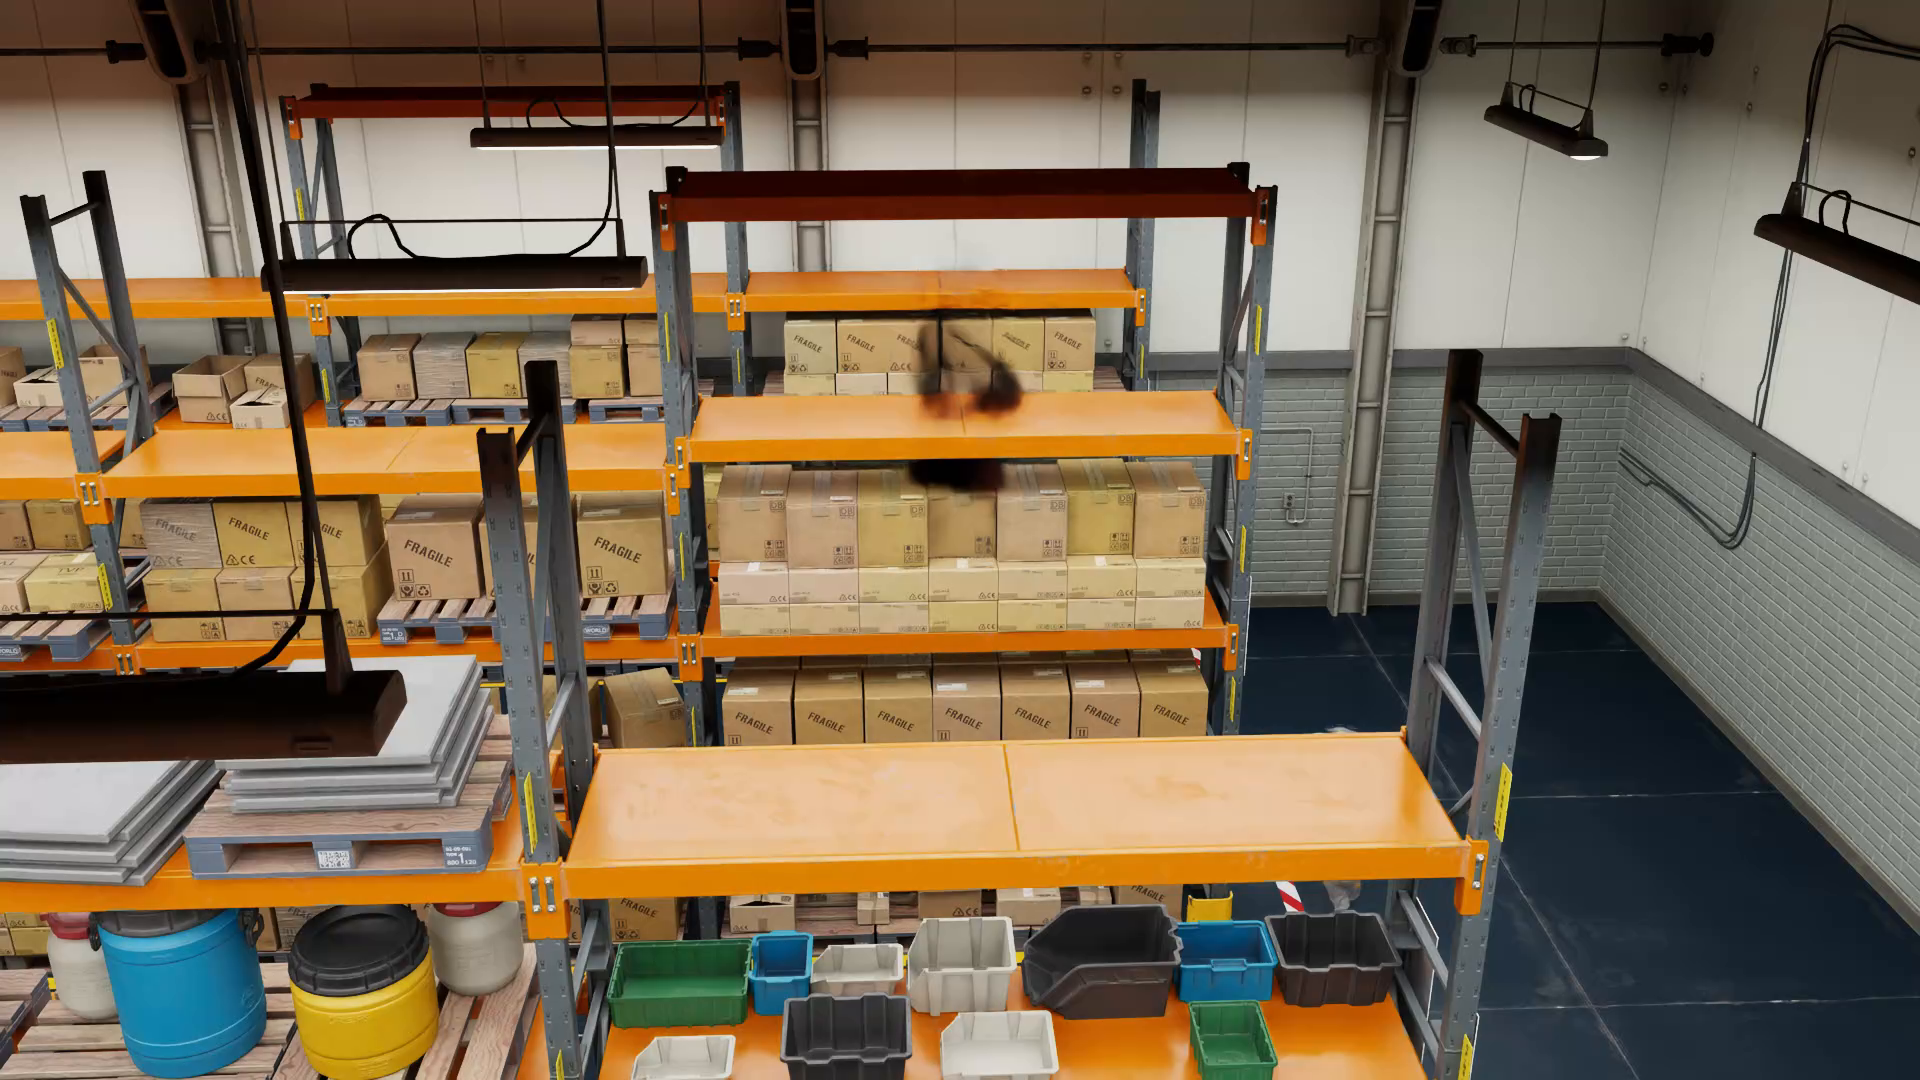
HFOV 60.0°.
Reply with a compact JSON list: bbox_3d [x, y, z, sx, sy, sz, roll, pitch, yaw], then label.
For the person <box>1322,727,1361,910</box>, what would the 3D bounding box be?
[{"bbox_3d":[3.002,2.264,13.298,0.647,1.732,0.556,7,23,18],"label":"person"}]
